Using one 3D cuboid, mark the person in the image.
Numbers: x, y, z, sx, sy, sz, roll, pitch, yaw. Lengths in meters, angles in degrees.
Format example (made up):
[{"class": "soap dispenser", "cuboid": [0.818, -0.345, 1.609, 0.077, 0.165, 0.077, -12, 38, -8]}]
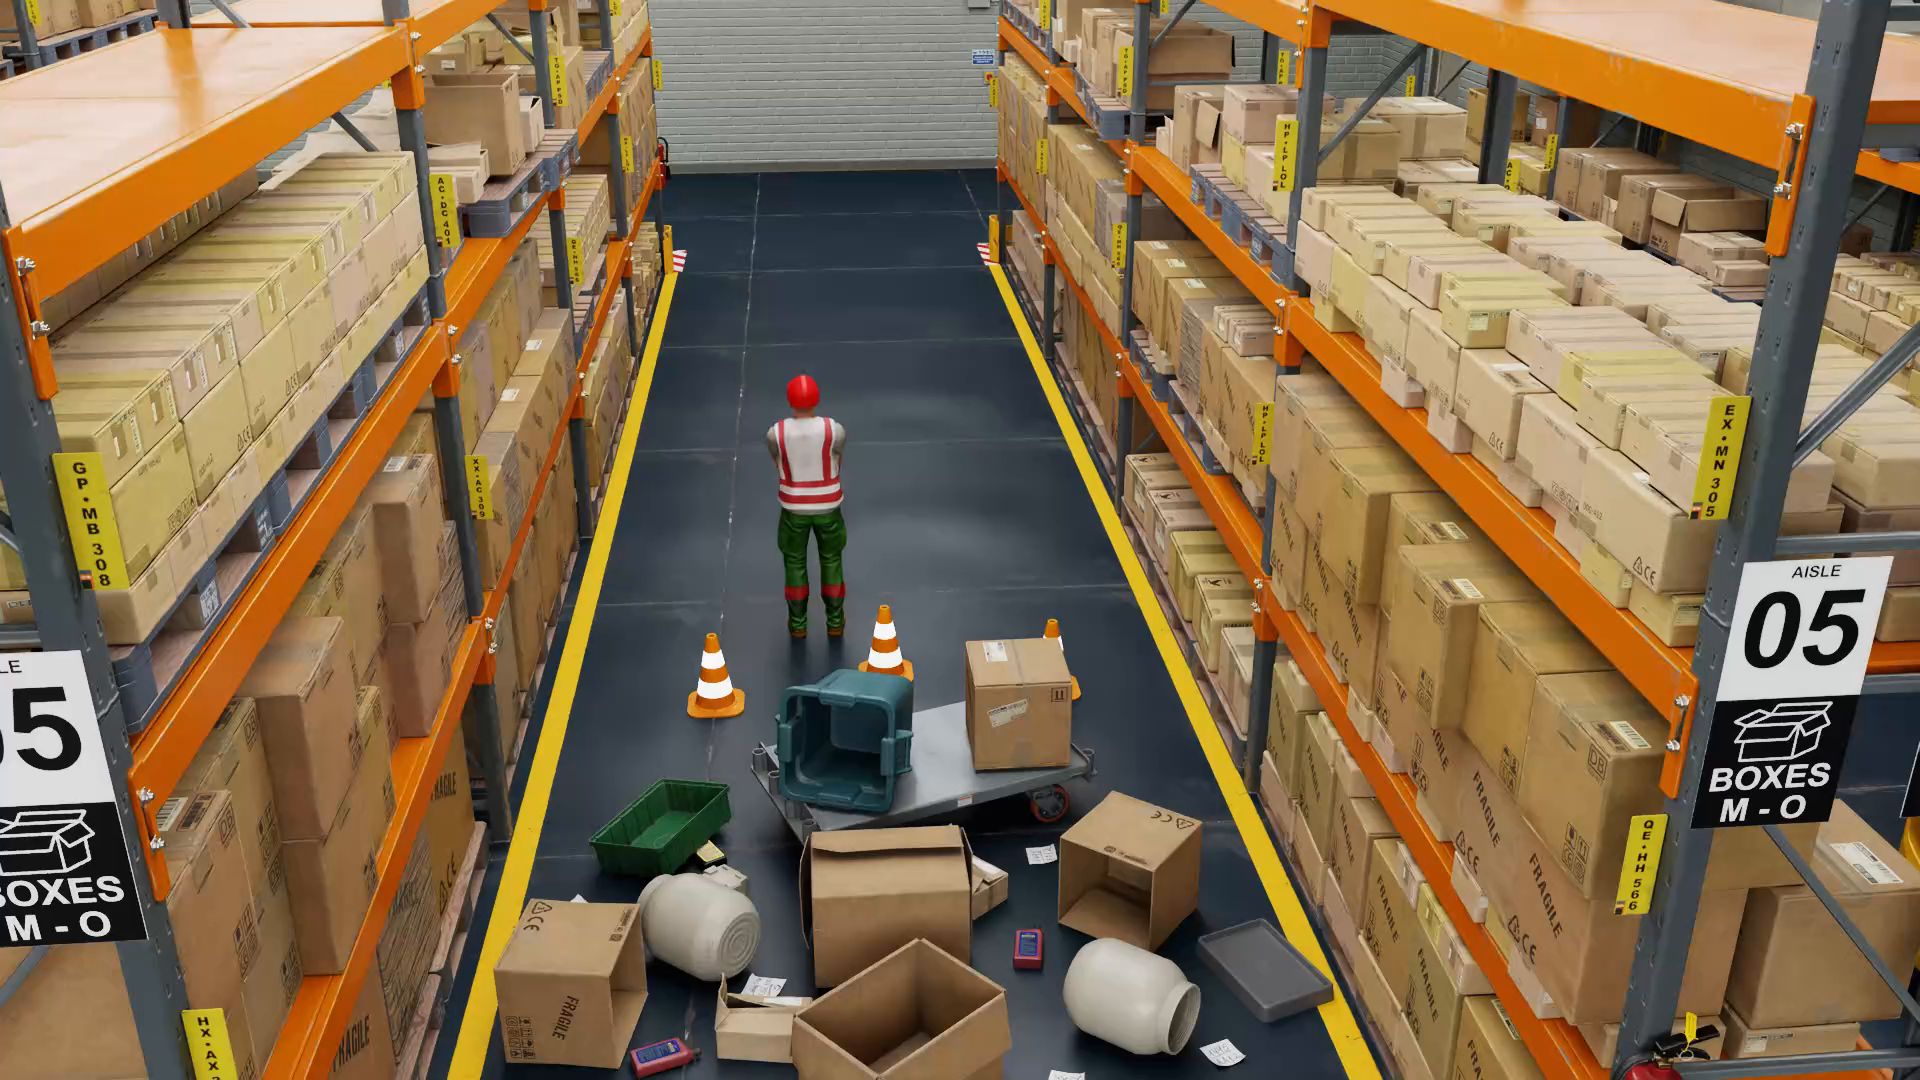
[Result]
[{"class": "person", "cuboid": [-0.970, -0.255, 10.664, 0.493, 1.782, 0.564, -2, 24, -5]}]
